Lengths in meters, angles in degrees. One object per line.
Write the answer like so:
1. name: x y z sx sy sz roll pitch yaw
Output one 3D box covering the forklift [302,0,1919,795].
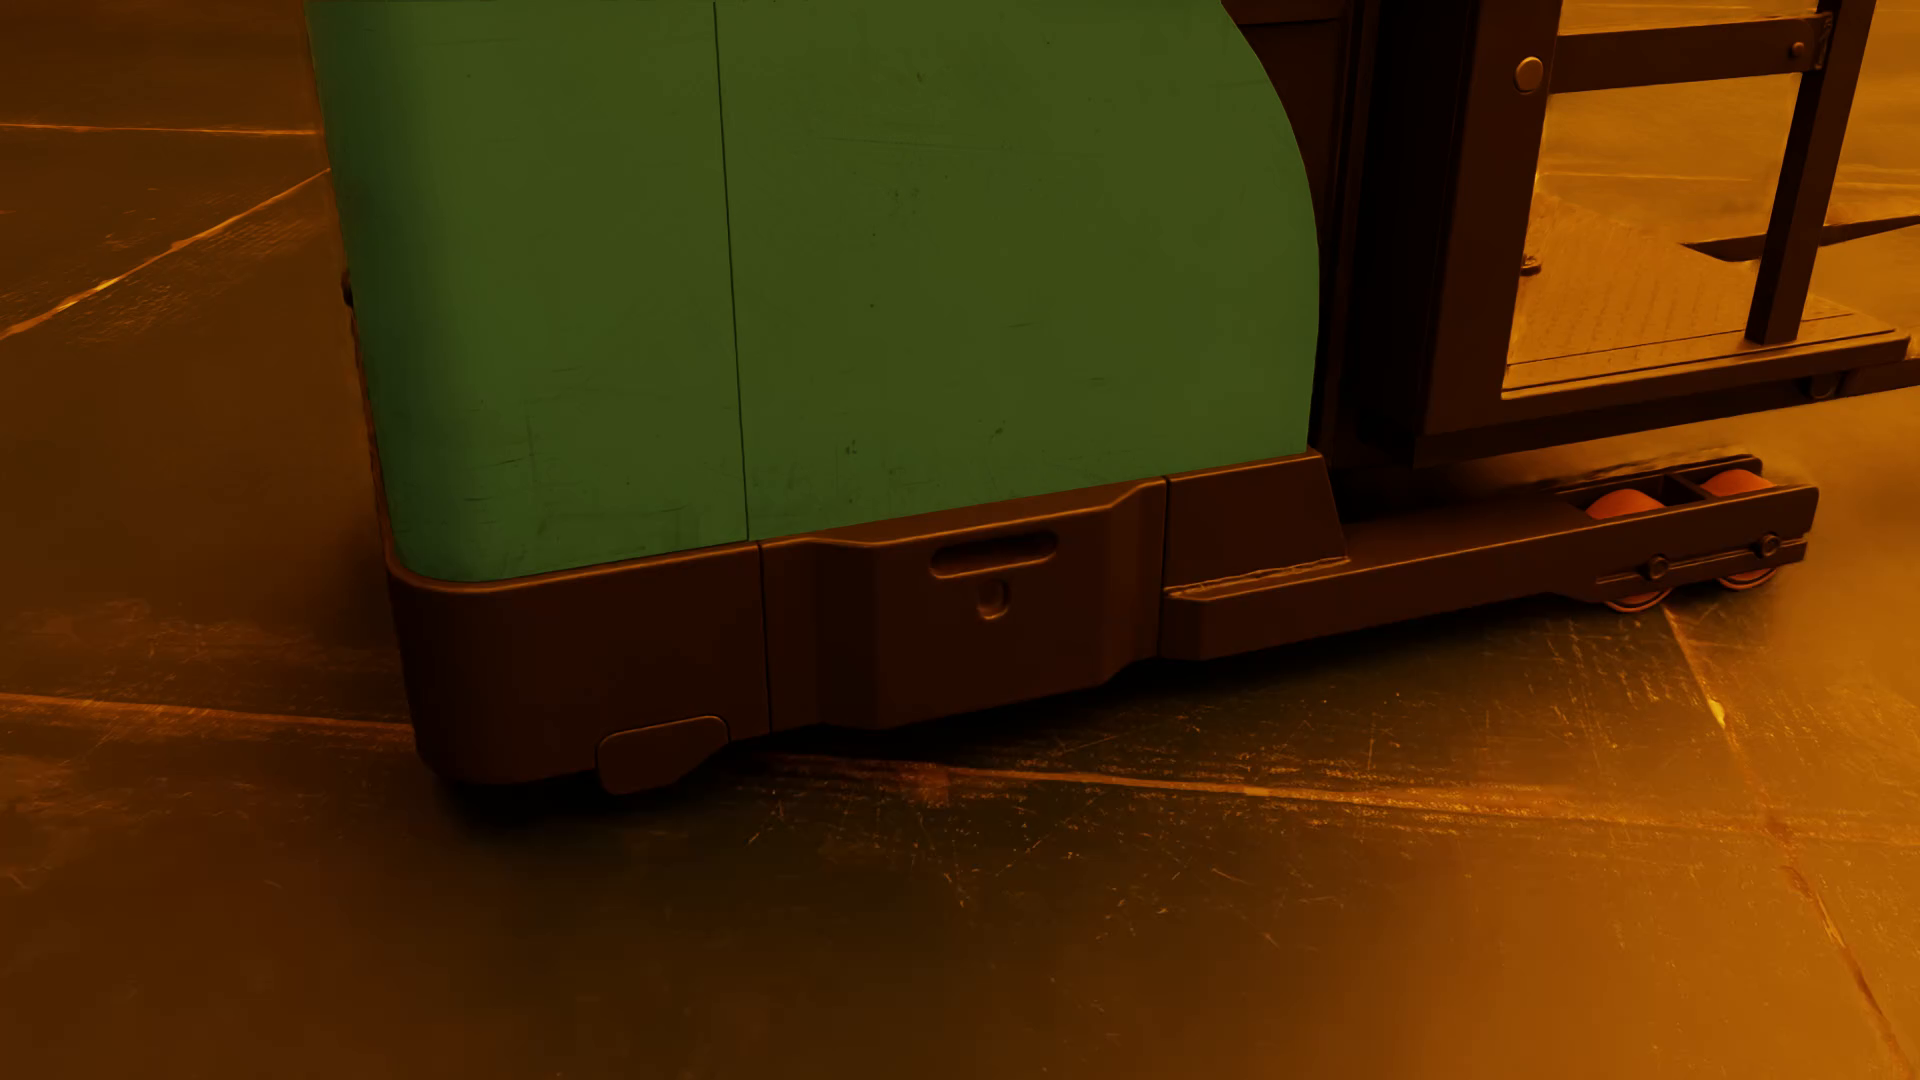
1. forklift: 0.666 -1.422 2.068 3.031 2.935 1.130 -9 28 -18
